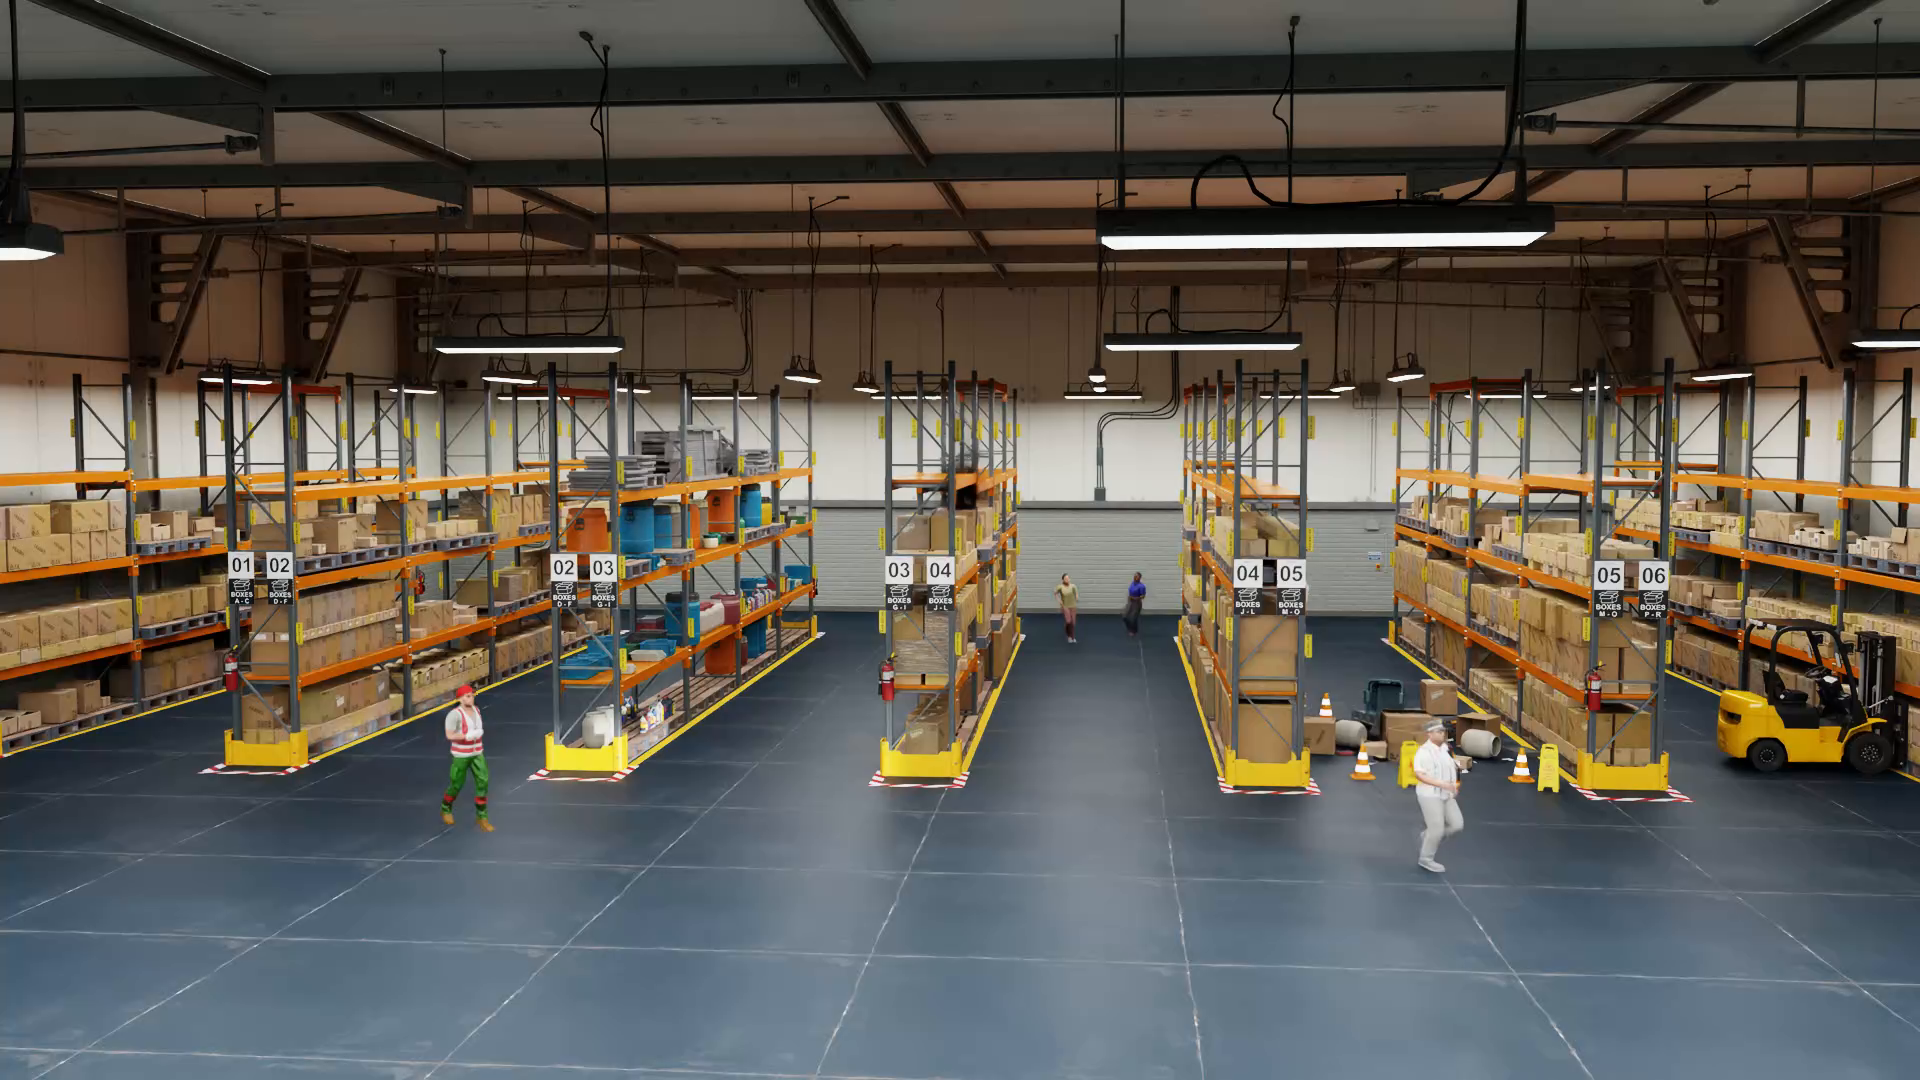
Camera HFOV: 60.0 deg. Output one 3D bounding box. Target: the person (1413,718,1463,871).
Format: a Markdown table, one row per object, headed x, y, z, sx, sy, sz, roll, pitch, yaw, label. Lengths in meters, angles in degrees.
| x | y | z | sx | sy | sz | roll | pitch | yaw | label |
| --- | --- | --- | --- | --- | --- | --- | --- | --- | --- |
| 5.447 | 2.892 | 18.921 | 0.660 | 1.743 | 0.594 | -3 | 5 | -39 | person |

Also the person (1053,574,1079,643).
| x | y | z | sx | sy | sz | roll | pitch | yaw | label |
| --- | --- | --- | --- | --- | --- | --- | --- | --- | --- |
| 2.526 | 1.614 | 39.096 | 0.587 | 1.650 | 0.624 | -1 | 4 | -15 | person |

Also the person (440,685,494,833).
| x | y | z | sx | sy | sz | roll | pitch | yaw | label |
| --- | --- | --- | --- | --- | --- | --- | --- | --- | --- |
| -6.206 | 2.725 | 20.829 | 0.836 | 1.846 | 0.661 | 3 | 5 | 36 | person |

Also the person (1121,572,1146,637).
| x | y | z | sx | sy | sz | roll | pitch | yaw | label |
| --- | --- | --- | --- | --- | --- | --- | --- | --- | --- |
| 4.215 | 1.568 | 40.137 | 0.654 | 1.618 | 0.593 | 4 | 5 | 44 | person |
